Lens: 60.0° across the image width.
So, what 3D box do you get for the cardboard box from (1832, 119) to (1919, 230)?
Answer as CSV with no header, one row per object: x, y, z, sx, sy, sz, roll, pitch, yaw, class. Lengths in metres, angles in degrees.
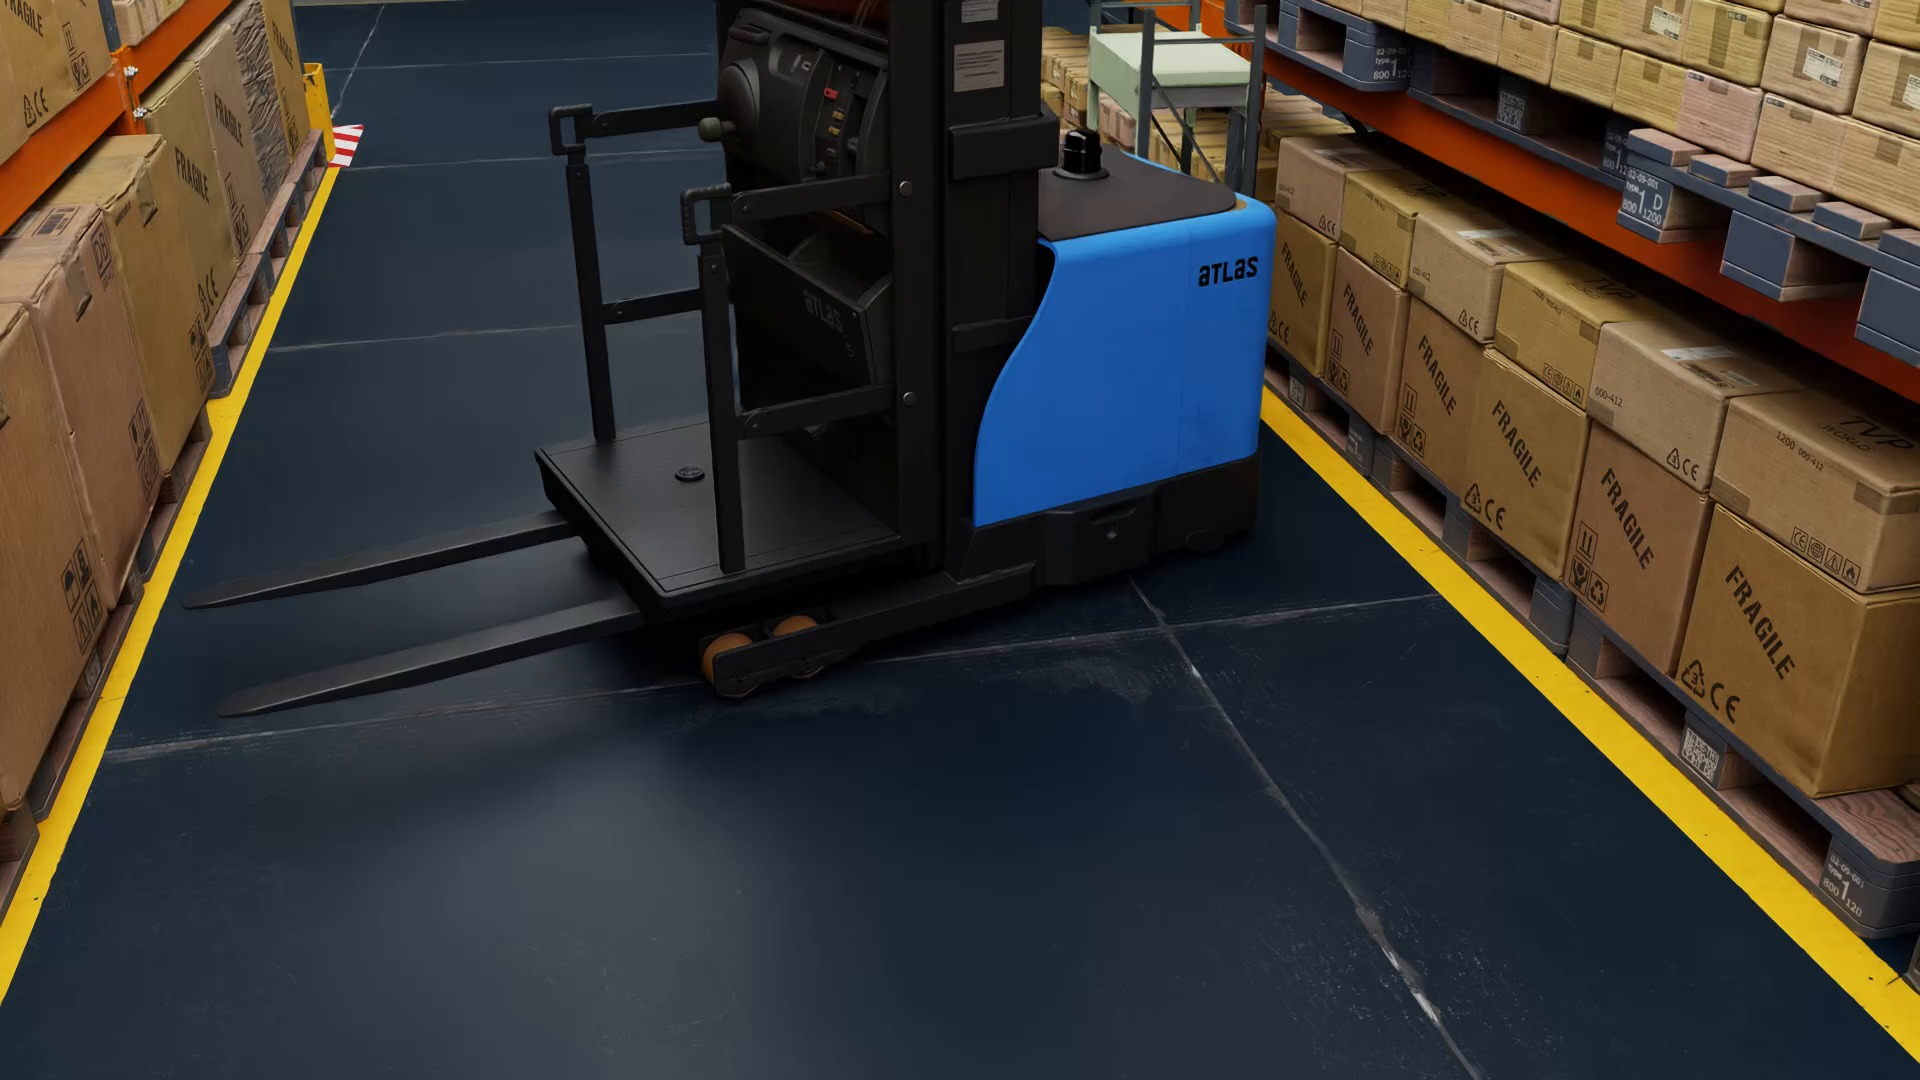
1.894,-0.697,3.114,0.380,0.149,0.250,-5,27,-11,cardboard box

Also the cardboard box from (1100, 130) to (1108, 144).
0.923,-2.065,8.381,0.380,0.149,0.250,-5,27,-9,cardboard box

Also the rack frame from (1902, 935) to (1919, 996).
2.453,-0.451,2.815,1.000,3.000,0.127,-6,27,-12,rack frame

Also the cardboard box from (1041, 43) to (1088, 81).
0.548,-2.647,9.203,0.380,0.149,0.250,-6,27,-12,cardboard box

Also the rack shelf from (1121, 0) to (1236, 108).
1.101,-2.764,8.196,1.077,0.370,4.000,-6,27,-12,rack shelf

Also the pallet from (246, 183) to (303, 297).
-3.677,-1.382,7.753,1.003,0.211,1.213,-6,27,-12,pallet

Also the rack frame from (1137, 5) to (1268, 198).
0.779,-1.017,5.601,0.400,1.500,0.023,-4,27,-8,rack frame

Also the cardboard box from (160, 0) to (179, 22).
-3.166,-2.030,6.223,0.380,0.149,0.250,-5,27,-10,cardboard box

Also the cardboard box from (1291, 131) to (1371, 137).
1.671,-1.687,7.301,0.380,0.149,0.250,-5,27,-9,cardboard box

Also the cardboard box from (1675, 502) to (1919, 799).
2.050,0.215,3.804,0.500,0.500,0.500,-6,27,-12,cardboard box

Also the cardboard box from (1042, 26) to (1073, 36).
0.437,-2.879,9.663,0.380,0.149,0.250,-7,28,-14,cardboard box

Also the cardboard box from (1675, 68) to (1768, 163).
1.781,-0.919,3.554,0.380,0.149,0.250,-5,27,-11,cardboard box

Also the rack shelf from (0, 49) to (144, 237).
-2.853,-0.549,3.807,1.077,0.370,4.000,-6,27,-12,rack shelf

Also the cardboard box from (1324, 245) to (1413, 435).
1.580,-0.696,5.607,0.500,0.500,0.500,-5,27,-9,cardboard box

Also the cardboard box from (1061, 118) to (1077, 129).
0.759,-2.175,8.928,0.380,0.149,0.250,-6,27,-11,cardboard box

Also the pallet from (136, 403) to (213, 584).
-3.056,-0.172,5.357,1.003,0.211,1.213,-6,27,-12,pallet

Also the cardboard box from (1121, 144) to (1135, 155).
0.983,-1.824,7.903,0.380,0.149,0.250,-5,27,-10,cardboard box

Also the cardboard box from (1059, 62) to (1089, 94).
0.738,-2.424,8.760,0.380,0.149,0.250,-5,27,-10,cardboard box

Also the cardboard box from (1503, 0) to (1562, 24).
1.605,-1.396,4.170,0.380,0.149,0.250,-5,27,-10,cardboard box

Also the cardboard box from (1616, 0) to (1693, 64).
1.718,-1.172,3.726,0.380,0.149,0.250,-6,27,-11,cardboard box

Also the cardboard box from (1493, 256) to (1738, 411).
1.820,-0.577,4.539,0.500,0.250,0.500,-5,27,-10,cardboard box

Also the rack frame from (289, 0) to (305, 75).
-4.205,-3.504,8.863,1.000,3.000,0.127,-6,27,-12,rack frame

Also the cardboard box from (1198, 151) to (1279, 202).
1.218,-1.517,6.965,0.380,0.149,0.250,-5,27,-10,cardboard box

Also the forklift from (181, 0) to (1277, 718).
-0.604,-1.162,4.300,3.031,2.935,1.130,-15,30,-26,forklift

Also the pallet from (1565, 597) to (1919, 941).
2.278,0.450,4.124,1.003,0.211,1.213,-6,27,-12,pallet

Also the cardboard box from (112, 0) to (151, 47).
-3.046,-1.800,5.765,0.380,0.149,0.250,-6,27,-11,cardboard box

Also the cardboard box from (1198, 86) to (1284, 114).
1.366,-2.136,8.191,0.380,0.149,0.250,-7,28,-14,cardboard box

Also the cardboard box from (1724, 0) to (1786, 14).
1.782,-1.186,3.424,0.380,0.149,0.250,-5,27,-10,cardboard box

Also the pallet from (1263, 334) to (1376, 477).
1.728,-0.621,6.246,1.003,0.211,1.213,-6,27,-12,pallet

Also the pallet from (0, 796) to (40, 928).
-2.507,0.899,3.235,1.003,0.211,1.213,-6,27,-12,pallet

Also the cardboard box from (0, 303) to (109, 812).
-2.731,0.072,3.671,1.225,0.875,0.875,-6,27,-11,cardboard box

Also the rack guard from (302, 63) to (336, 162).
-4.211,-2.399,9.448,1.175,0.500,0.348,-6,27,-12,rack guard

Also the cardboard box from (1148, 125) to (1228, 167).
1.058,-1.734,7.394,0.380,0.149,0.250,-6,27,-12,cardboard box

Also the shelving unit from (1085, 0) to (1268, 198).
0.723,-1.180,5.924,0.431,1.500,0.755,-4,27,-8,shelving unit

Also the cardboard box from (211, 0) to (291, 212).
-3.778,-2.071,7.916,0.875,0.875,0.875,-6,27,-12,cardboard box

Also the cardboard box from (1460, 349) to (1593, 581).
1.801,-0.244,4.713,0.500,0.500,0.500,-7,28,-14,cardboard box

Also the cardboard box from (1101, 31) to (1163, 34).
1.017,-2.821,9.548,0.380,0.149,0.250,-5,27,-11,cardboard box

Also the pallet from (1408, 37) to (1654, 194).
1.967,-1.231,4.572,1.003,0.211,1.213,-6,27,-12,pallet

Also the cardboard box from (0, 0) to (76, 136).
-2.828,-1.397,4.578,0.500,0.500,0.500,-5,27,-10,cardboard box

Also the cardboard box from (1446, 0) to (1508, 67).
1.545,-1.379,4.467,0.380,0.149,0.250,-7,28,-14,cardboard box

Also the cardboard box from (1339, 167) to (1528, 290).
1.583,-1.029,5.435,0.500,0.250,0.500,-5,27,-10,cardboard box

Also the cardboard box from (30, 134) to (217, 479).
-3.140,-0.708,5.216,1.225,0.875,0.875,-6,27,-11,cardboard box

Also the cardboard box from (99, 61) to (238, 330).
-3.375,-1.285,6.359,0.875,0.875,0.875,-6,27,-12,cardboard box

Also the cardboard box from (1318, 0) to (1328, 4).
1.313,-1.832,5.363,0.380,0.149,0.250,-6,27,-11,cardboard box

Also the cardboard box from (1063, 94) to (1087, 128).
0.770,-2.300,8.846,0.380,0.149,0.250,-7,28,-14,cardboard box

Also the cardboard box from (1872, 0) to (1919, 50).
1.896,-0.961,2.977,0.380,0.149,0.250,-7,28,-14,cardboard box

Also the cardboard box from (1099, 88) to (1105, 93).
0.903,-2.203,8.323,0.380,0.149,0.250,-6,27,-11,cardboard box

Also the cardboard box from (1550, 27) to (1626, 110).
1.666,-1.146,4.005,0.380,0.149,0.250,-7,28,-14,cardboard box

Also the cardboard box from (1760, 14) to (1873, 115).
1.836,-0.947,3.280,0.380,0.149,0.250,-5,27,-10,cardboard box

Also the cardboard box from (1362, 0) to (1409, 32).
1.426,-1.610,4.923,0.380,0.149,0.250,-7,28,-14,cardboard box

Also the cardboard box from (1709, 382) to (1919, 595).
2.043,-0.131,3.657,0.500,0.250,0.500,-7,28,-13,cardboard box

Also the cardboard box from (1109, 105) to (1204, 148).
0.925,-1.966,7.853,0.380,0.149,0.250,-7,28,-14,cardboard box

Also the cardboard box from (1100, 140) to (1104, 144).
0.818,-1.938,8.458,0.380,0.149,0.250,-6,27,-12,cardboard box

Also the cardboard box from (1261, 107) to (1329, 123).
1.485,-1.905,7.733,0.380,0.149,0.250,-7,28,-13,cardboard box
